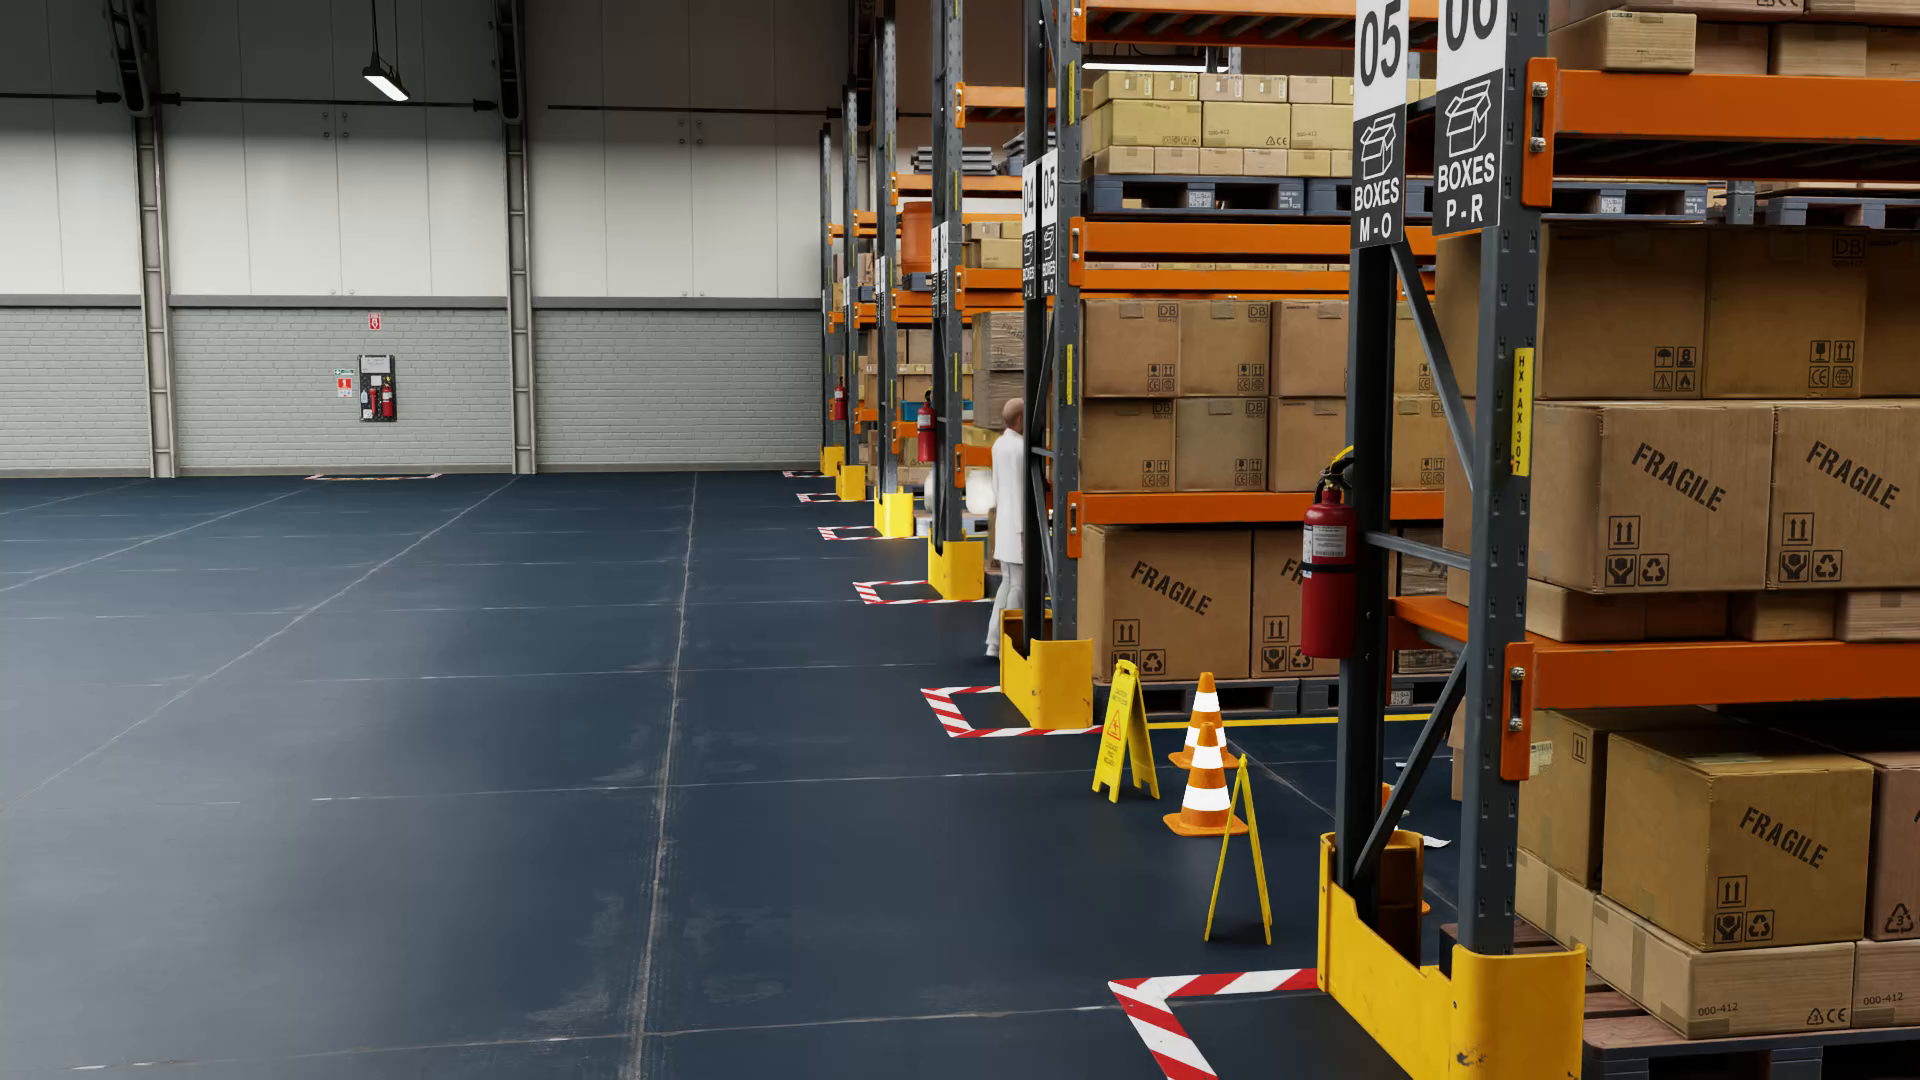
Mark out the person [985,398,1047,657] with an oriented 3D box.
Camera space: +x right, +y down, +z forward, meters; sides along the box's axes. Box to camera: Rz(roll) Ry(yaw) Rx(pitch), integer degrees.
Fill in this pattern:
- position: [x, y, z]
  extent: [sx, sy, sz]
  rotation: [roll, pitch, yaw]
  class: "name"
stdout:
- position: [0.394, -0.076, 11.306]
  extent: [0.450, 1.776, 0.630]
  rotation: [-2, 7, -18]
  class: "person"
